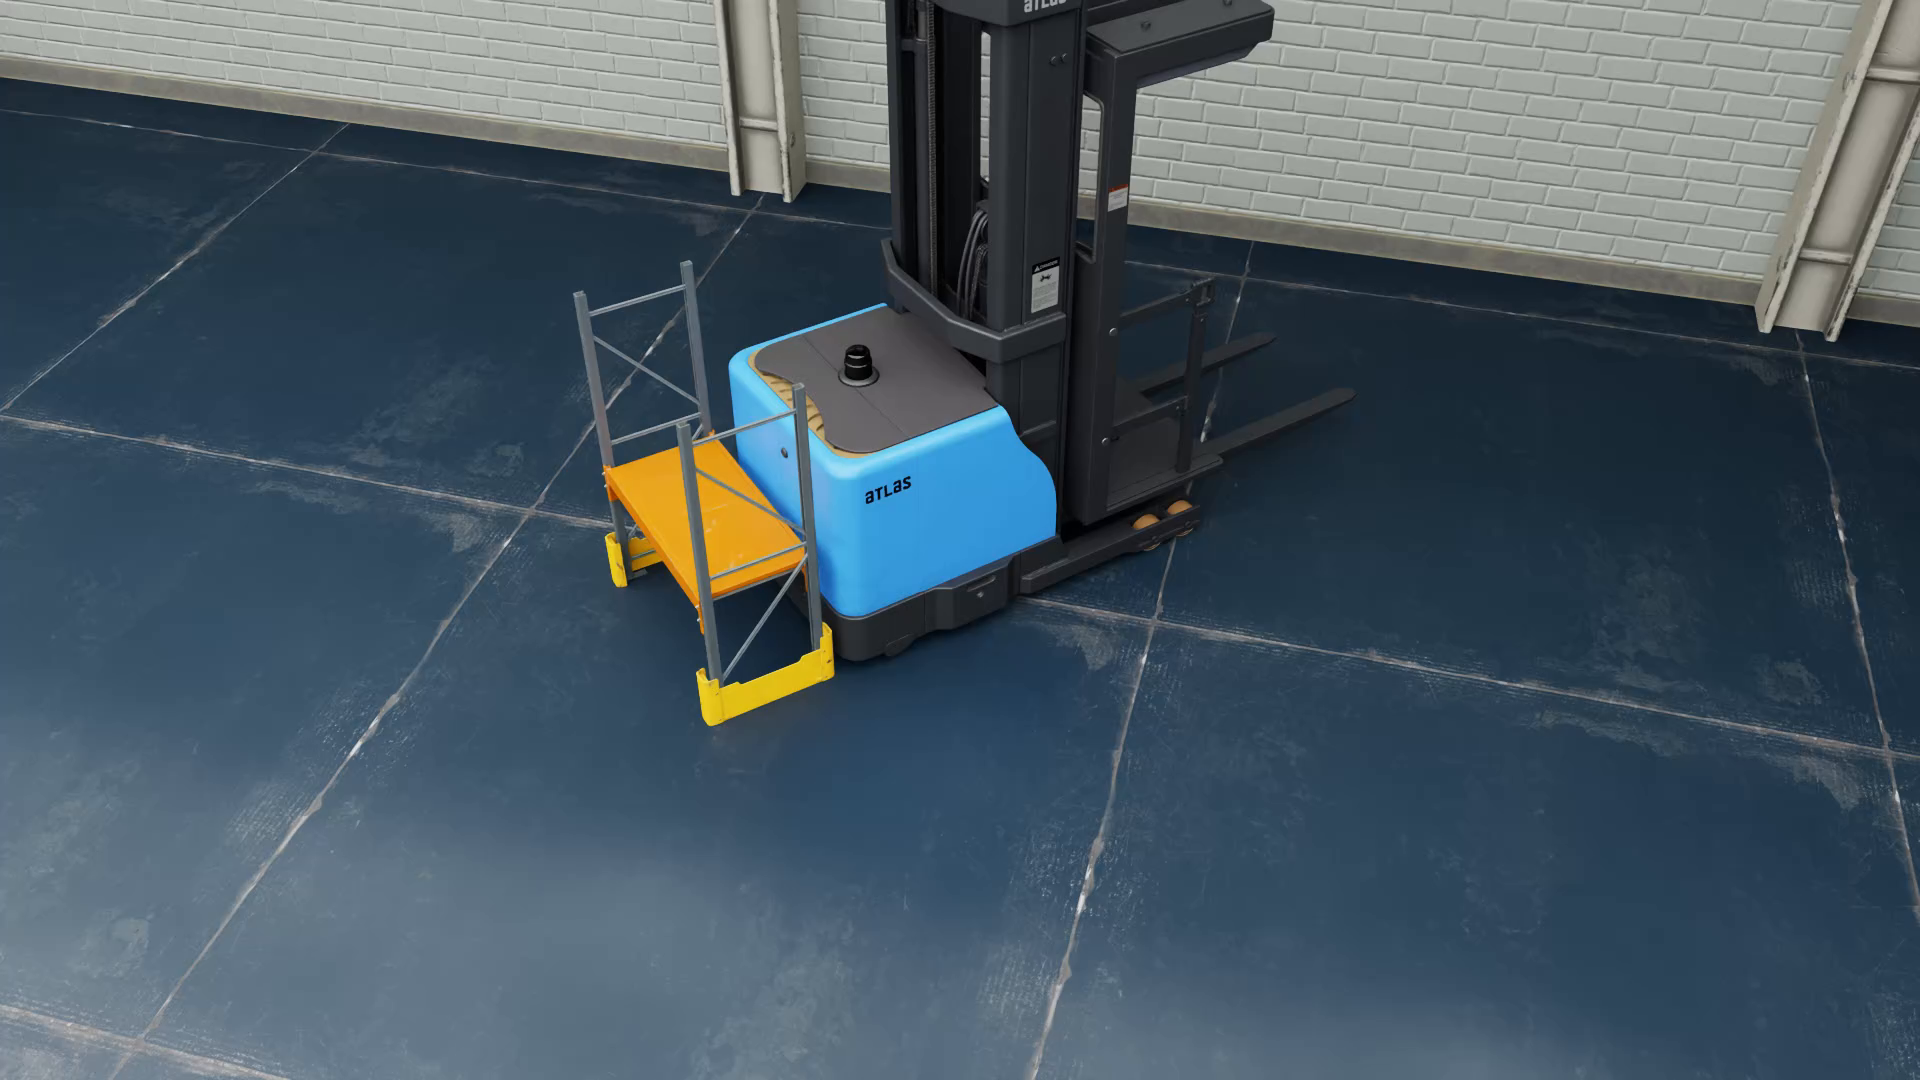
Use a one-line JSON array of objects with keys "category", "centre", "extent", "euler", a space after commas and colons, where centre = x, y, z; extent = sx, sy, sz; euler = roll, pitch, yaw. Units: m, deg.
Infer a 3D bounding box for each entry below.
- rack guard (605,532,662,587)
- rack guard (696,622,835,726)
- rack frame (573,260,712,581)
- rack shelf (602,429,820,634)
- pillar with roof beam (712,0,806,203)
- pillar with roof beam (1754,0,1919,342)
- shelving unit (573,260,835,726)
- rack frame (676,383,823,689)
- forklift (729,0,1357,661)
[{"category": "rack guard", "centre": [-1.308, 0.004, 7.551], "extent": [0.587, 0.250, 0.087], "euler": [-21, 44, -23]}, {"category": "rack guard", "centre": [-0.799, 0.555, 6.895], "extent": [0.587, 0.250, 0.087], "euler": [-21, 44, -23]}, {"category": "rack frame", "centre": [-1.309, -0.475, 7.150], "extent": [0.500, 1.500, 0.032], "euler": [-21, 44, -23]}, {"category": "rack shelf", "centre": [-1.049, -0.056, 6.931], "extent": [0.538, 0.185, 1.000], "euler": [-21, 44, -23]}, {"category": "pillar with roof beam", "centre": [-2.298, -2.973, 4.293], "extent": [0.400, 9.000, 9.100], "euler": [10, 41, 11]}, {"category": "pillar with roof beam", "centre": [3.498, -1.976, 3.105], "extent": [0.400, 9.000, 9.100], "euler": [10, 41, 11]}, {"category": "shelving unit", "centre": [-1.053, -0.199, 6.821], "extent": [0.587, 1.500, 1.083], "euler": [-21, 44, -23]}, {"category": "rack frame", "centre": [-0.789, 0.087, 6.480], "extent": [0.500, 1.500, 0.032], "euler": [-21, 44, -23]}, {"category": "forklift", "centre": [0.524, -1.338, 7.064], "extent": [3.031, 2.935, 1.130], "euler": [-22, 45, -24]}]
